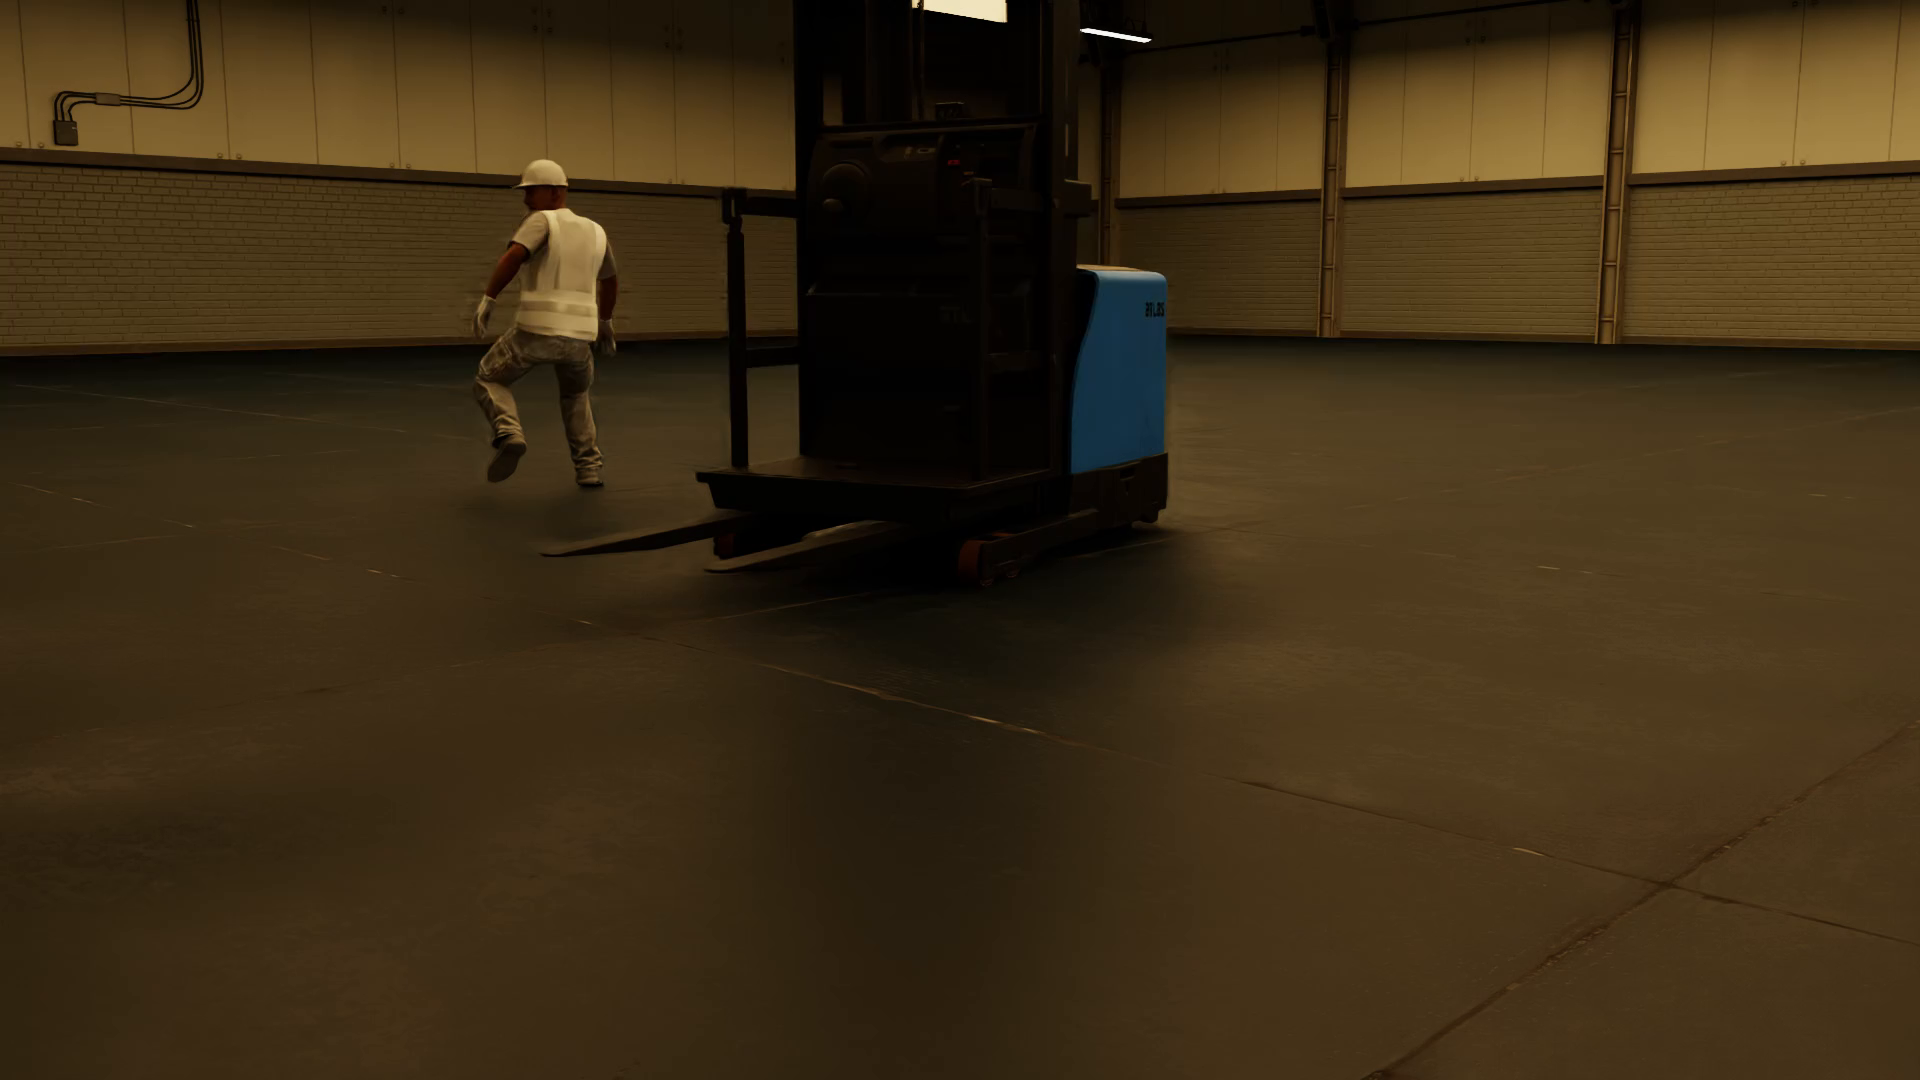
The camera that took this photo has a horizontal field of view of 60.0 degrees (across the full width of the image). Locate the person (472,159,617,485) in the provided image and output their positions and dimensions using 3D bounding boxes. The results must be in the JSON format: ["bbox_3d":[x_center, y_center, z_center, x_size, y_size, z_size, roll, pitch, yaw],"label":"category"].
[{"bbox_3d":[-2.079,-1.080,8.414,0.988,1.657,0.539,-8,12,-43],"label":"person"}]

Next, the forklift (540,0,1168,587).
[{"bbox_3d":[-0.246,-1.364,5.929,1.130,2.935,3.031,5,10,28],"label":"forklift"}]
